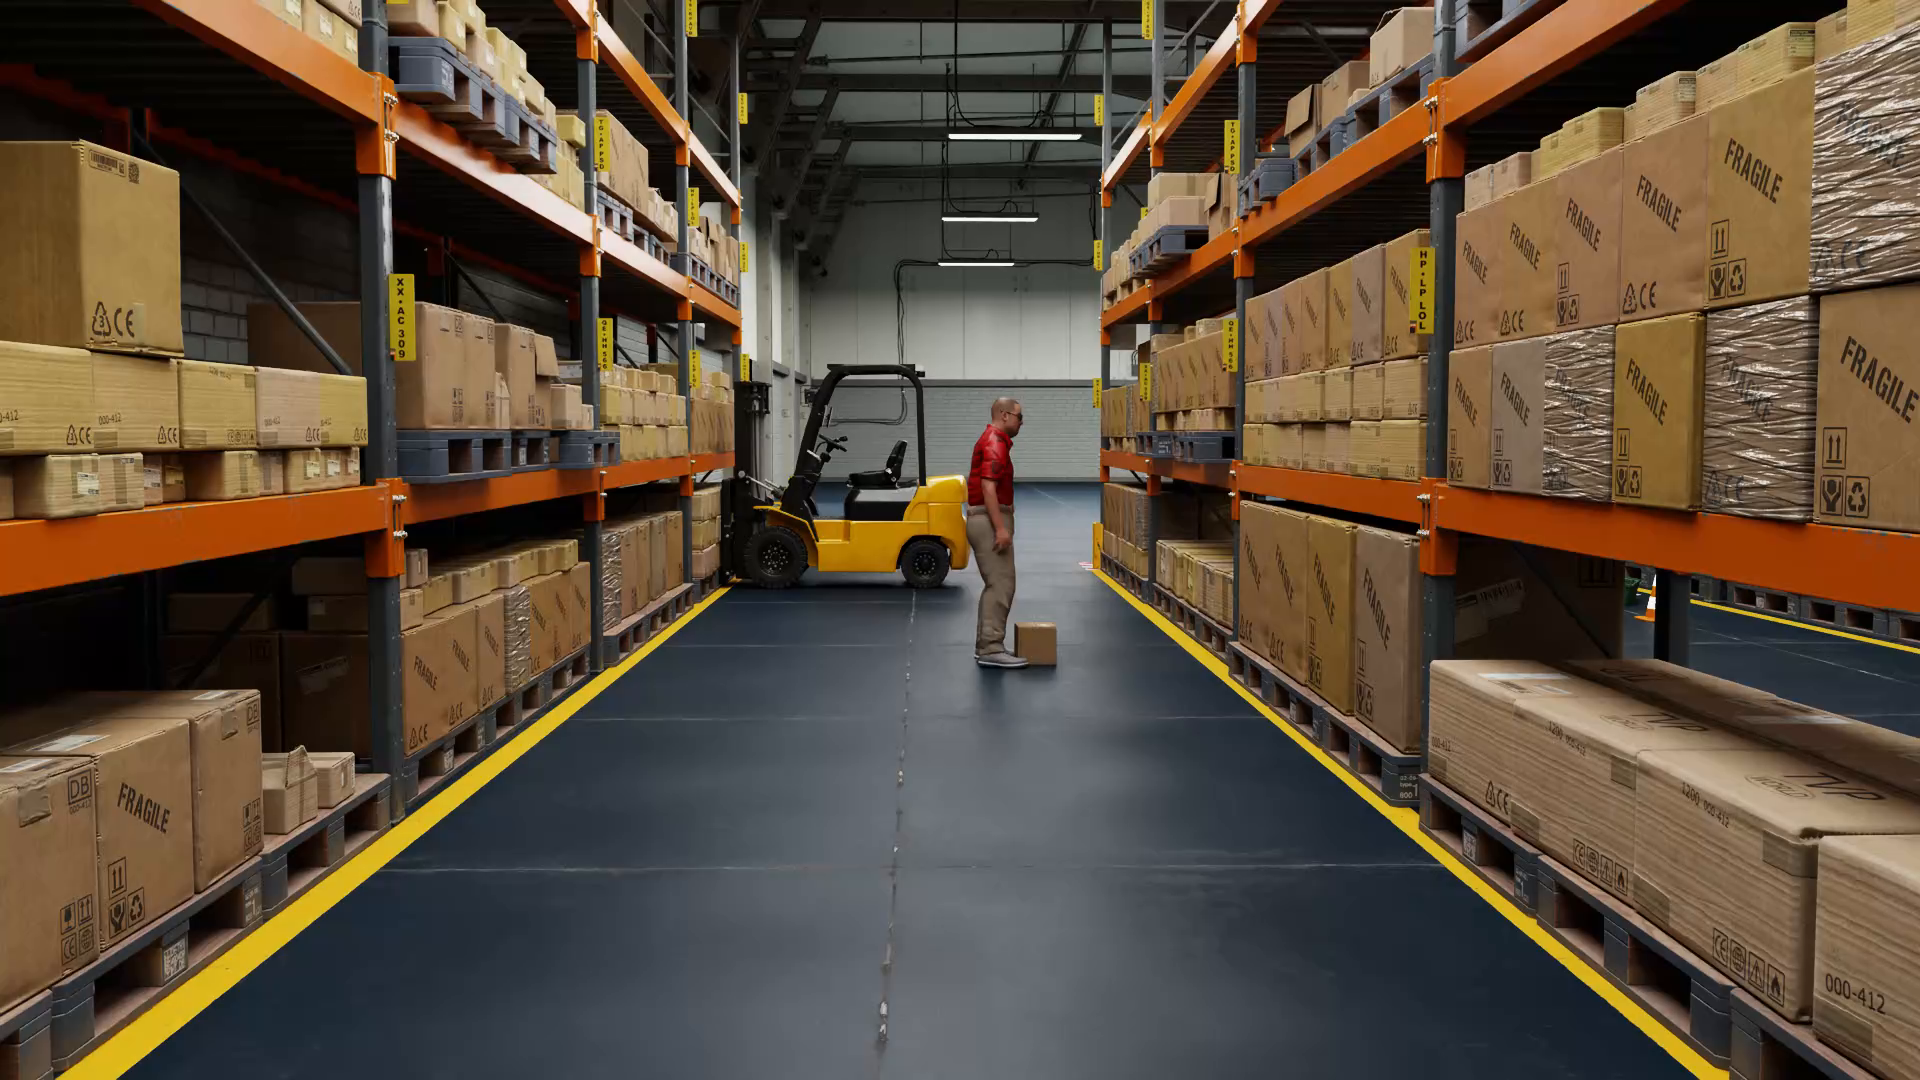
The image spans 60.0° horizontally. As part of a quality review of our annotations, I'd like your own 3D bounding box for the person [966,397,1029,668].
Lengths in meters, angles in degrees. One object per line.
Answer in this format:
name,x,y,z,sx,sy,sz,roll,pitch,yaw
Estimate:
person,0.237,-0.061,10.779,0.396,1.726,0.585,0,4,-1
